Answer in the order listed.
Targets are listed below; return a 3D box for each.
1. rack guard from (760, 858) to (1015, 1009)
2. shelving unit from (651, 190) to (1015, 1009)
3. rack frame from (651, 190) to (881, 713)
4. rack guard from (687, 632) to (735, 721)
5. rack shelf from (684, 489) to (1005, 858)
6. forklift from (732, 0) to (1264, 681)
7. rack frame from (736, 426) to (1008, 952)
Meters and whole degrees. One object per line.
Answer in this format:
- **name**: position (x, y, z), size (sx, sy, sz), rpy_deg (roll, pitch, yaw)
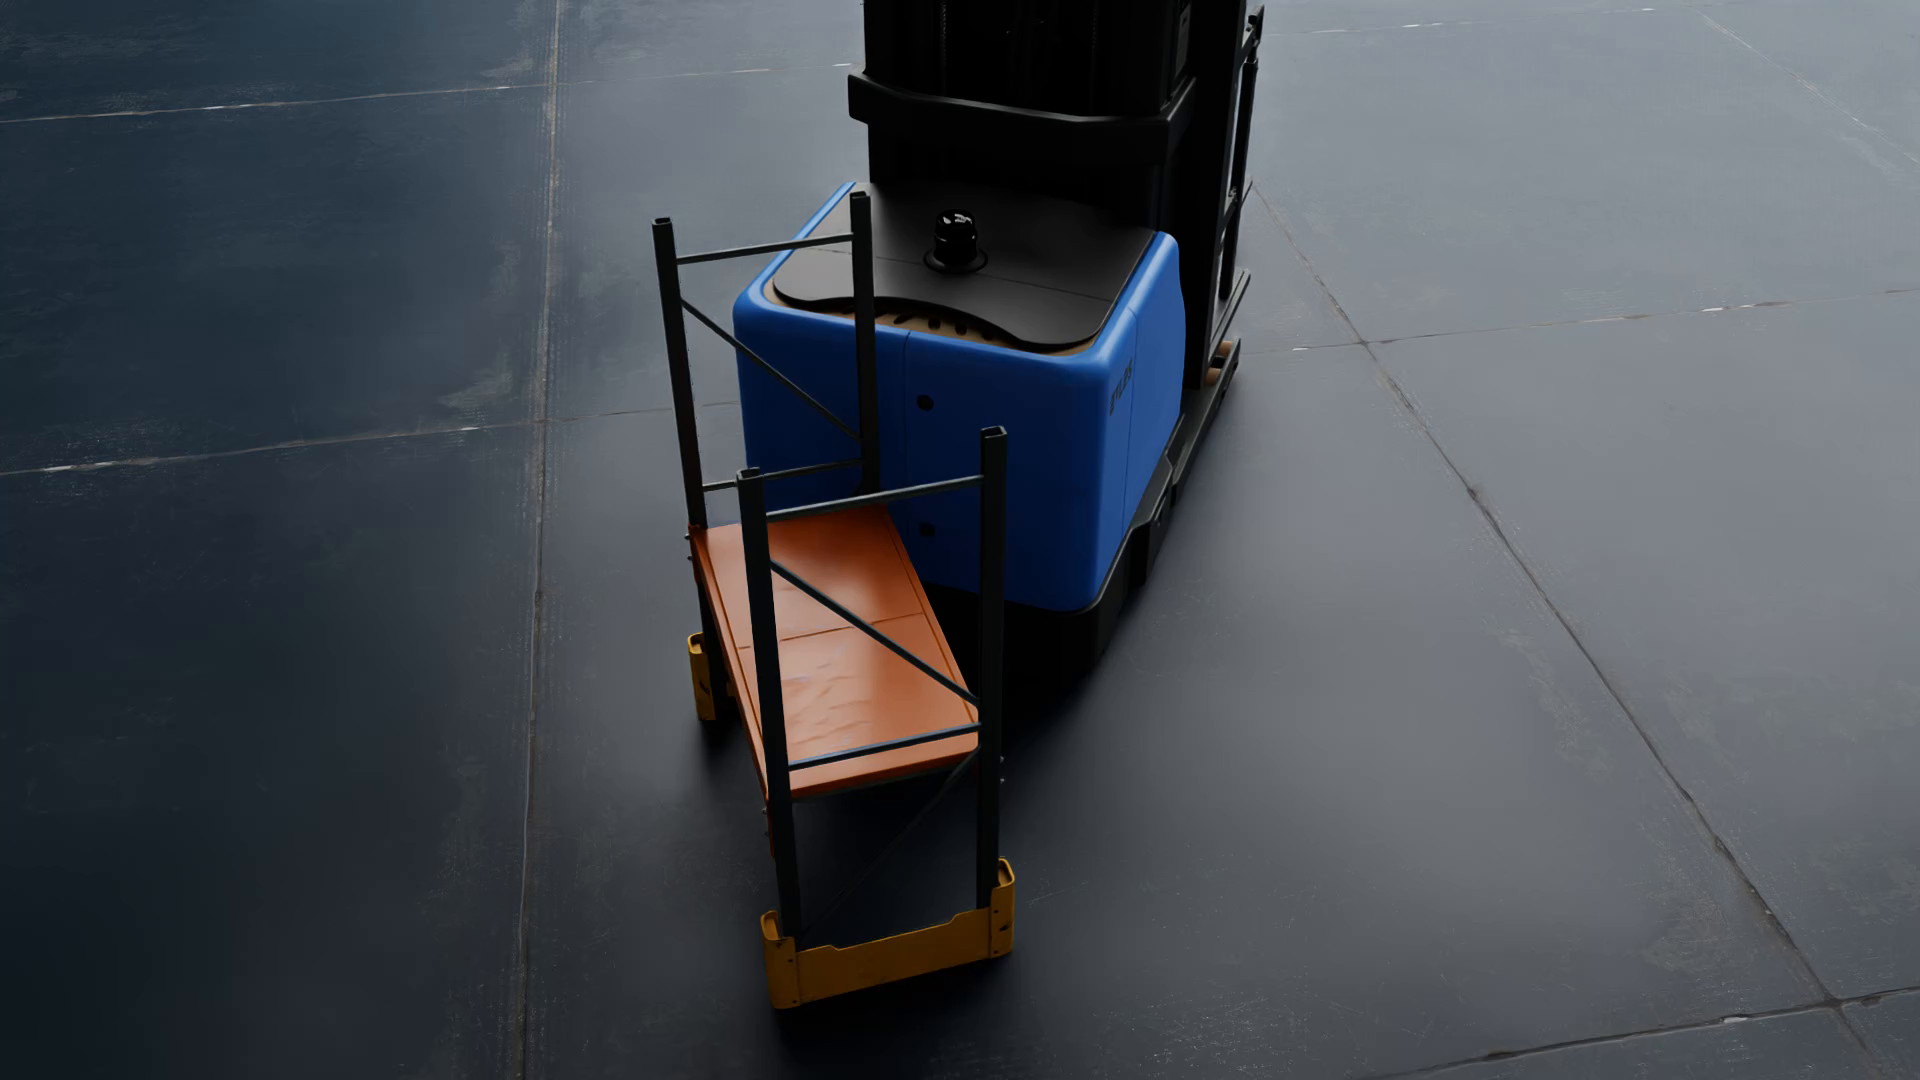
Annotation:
- **rack guard**: position (-0.162, 0.915, 3.868), size (0.587, 0.250, 0.087), rpy_deg (-10, 39, -13)
- **shelving unit**: position (-0.306, 0.129, 3.861), size (0.587, 1.500, 1.083), rpy_deg (-10, 39, -13)
- **rack frame**: position (-0.450, -0.164, 4.238), size (0.500, 1.500, 0.032), rpy_deg (-10, 39, -13)
- **rack guard**: position (-0.449, 0.330, 4.621), size (0.587, 0.250, 0.087), rpy_deg (-10, 39, -13)
- **rack shelf**: position (-0.303, 0.277, 3.964), size (0.538, 0.185, 1.000), rpy_deg (-10, 39, -13)
- **forklift**: position (0.364, -1.673, 5.014), size (1.130, 2.935, 3.031), rpy_deg (12, 40, 15)
- **rack frame**: position (-0.156, 0.433, 3.470), size (0.500, 1.500, 0.032), rpy_deg (-10, 39, -13)
